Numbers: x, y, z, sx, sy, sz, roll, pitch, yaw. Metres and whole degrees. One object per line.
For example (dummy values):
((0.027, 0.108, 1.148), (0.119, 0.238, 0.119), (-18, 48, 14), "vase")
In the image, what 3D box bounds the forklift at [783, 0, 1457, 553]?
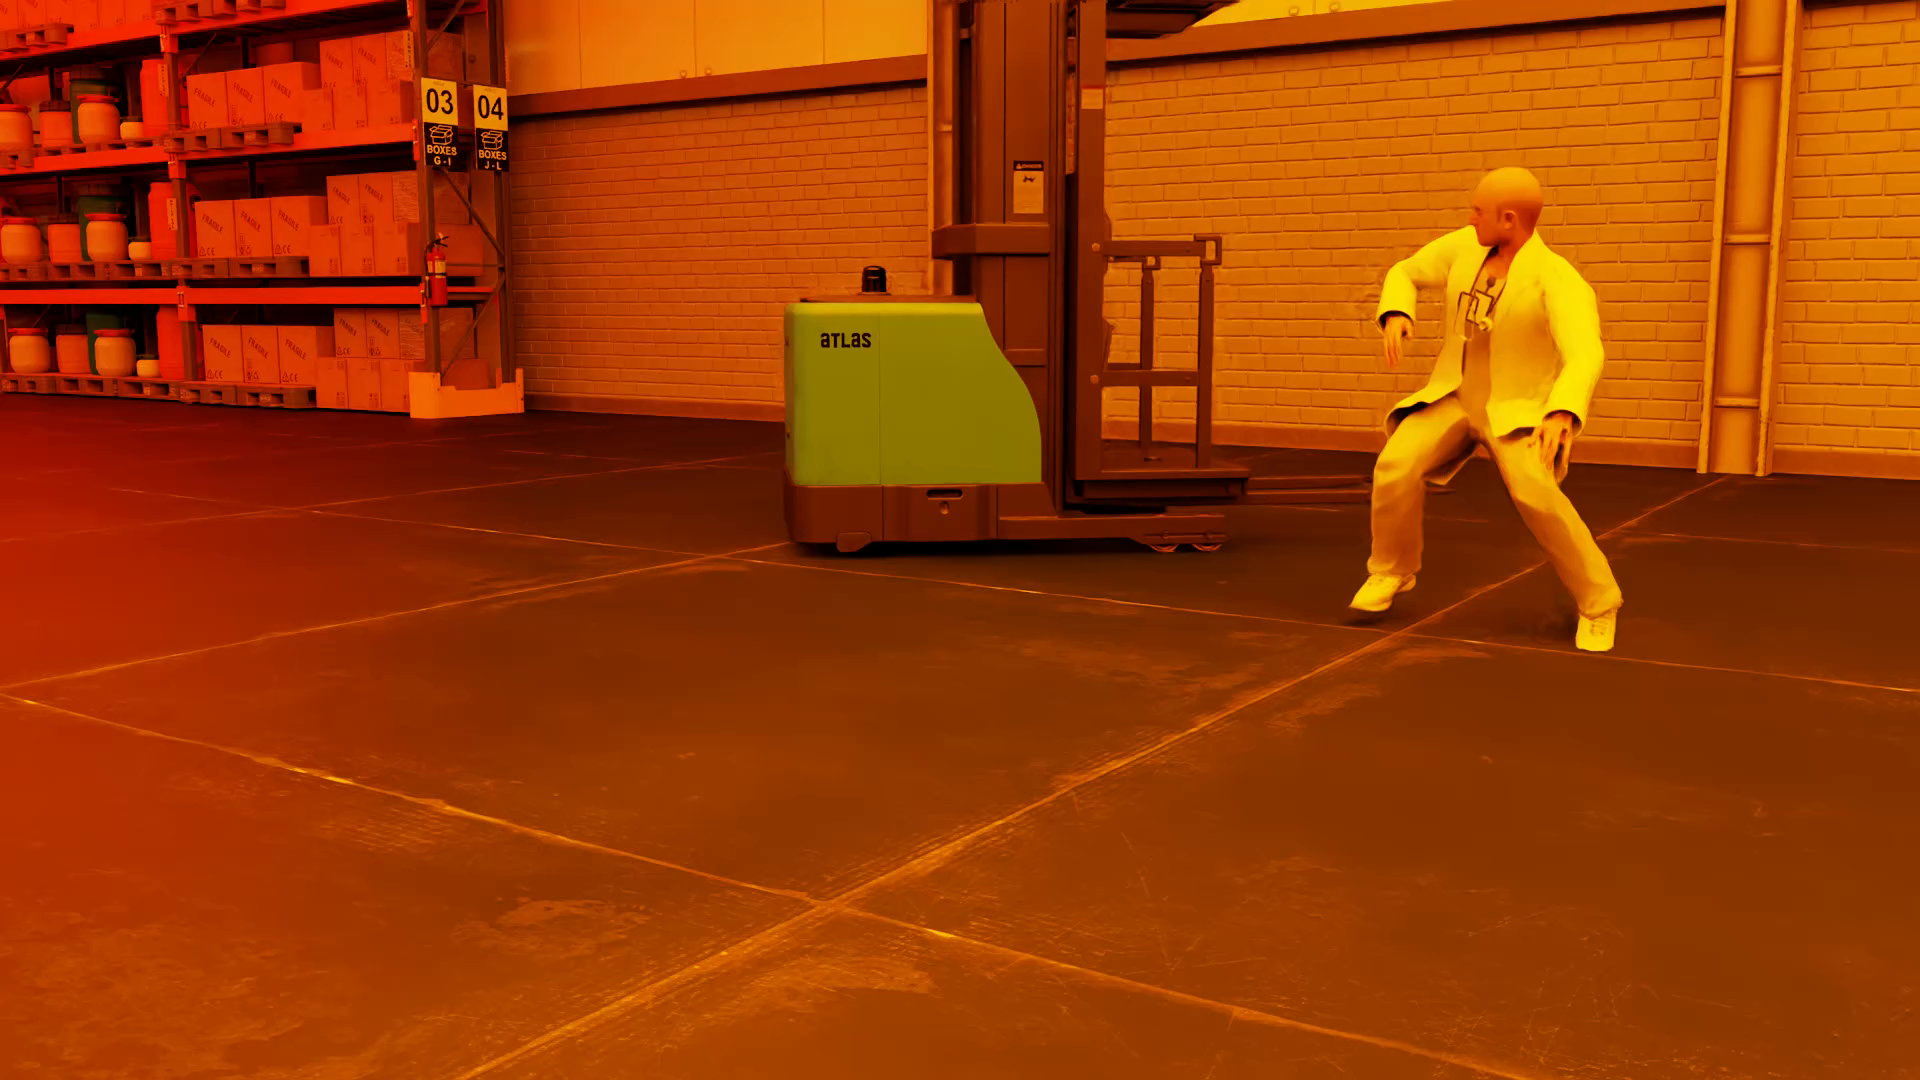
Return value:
((0.723, -1.469, 7.521), (3.031, 2.935, 1.130), (-1, 8, -8), "forklift")

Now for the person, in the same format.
((1.683, -0.405, 5.351), (0.879, 1.542, 0.861), (6, 10, 37), "person")
